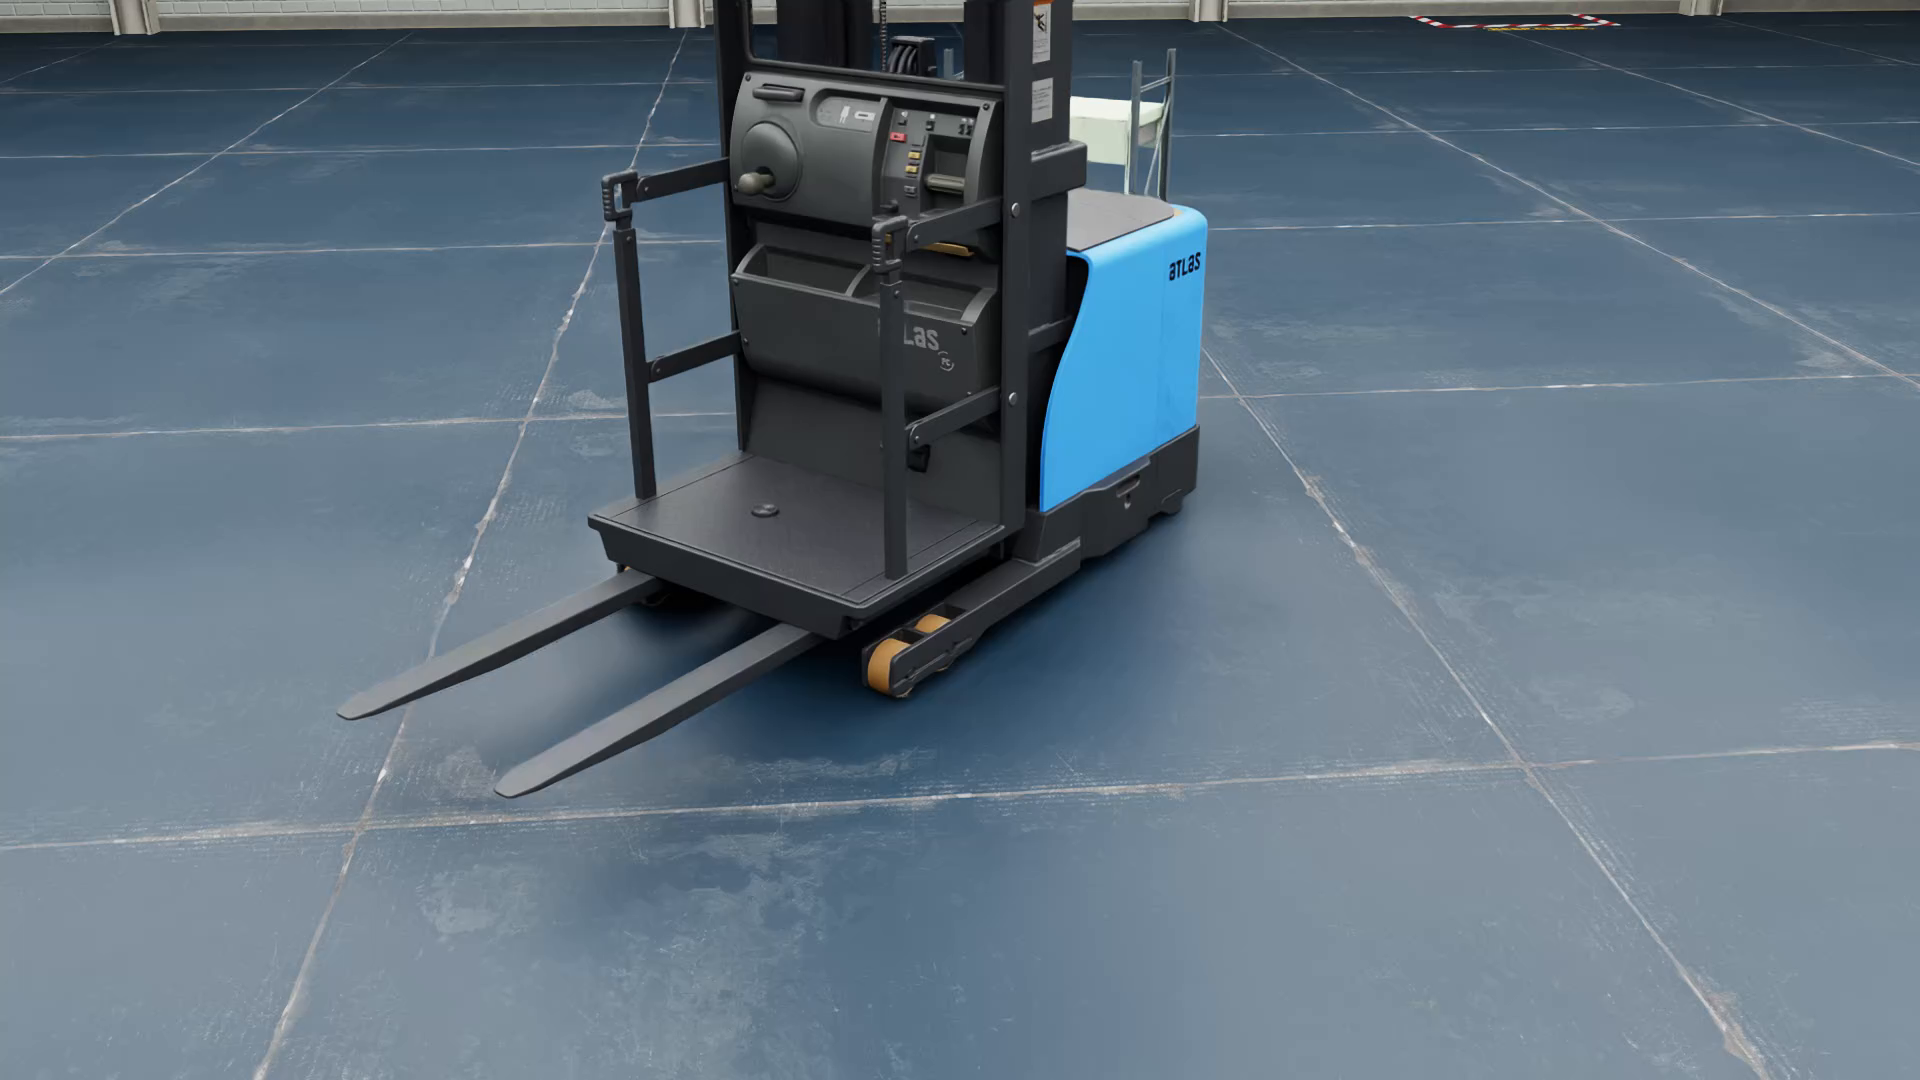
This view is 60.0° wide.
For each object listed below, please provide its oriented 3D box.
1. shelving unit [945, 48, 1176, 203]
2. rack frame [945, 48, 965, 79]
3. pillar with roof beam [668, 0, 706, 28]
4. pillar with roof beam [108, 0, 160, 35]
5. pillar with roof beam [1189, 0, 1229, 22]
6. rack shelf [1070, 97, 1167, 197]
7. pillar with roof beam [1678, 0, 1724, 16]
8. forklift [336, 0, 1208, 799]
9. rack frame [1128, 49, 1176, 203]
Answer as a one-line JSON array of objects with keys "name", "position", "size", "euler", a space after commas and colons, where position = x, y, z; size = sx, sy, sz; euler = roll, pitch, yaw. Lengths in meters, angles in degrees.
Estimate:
[{"name": "shelving unit", "position": [0.368, -1.117, 6.410], "size": [0.755, 1.500, 0.431], "euler": [11, 26, 23]}, {"name": "rack frame", "position": [0.038, -1.181, 6.556], "size": [0.023, 1.500, 0.400], "euler": [11, 26, 23]}, {"name": "pillar with roof beam", "position": [-2.659, -8.197, 13.112], "size": [0.400, 9.000, 9.100], "euler": [-2, 24, -5]}, {"name": "pillar with roof beam", "position": [-8.630, -7.957, 12.573], "size": [0.400, 9.000, 9.100], "euler": [-2, 24, -5]}, {"name": "pillar with roof beam", "position": [3.312, -8.436, 13.651], "size": [0.400, 9.000, 9.100], "euler": [-2, 24, -5]}, {"name": "rack shelf", "position": [0.369, -1.474, 6.255], "size": [0.720, 0.370, 0.431], "euler": [11, 26, 23]}, {"name": "pillar with roof beam", "position": [9.283, -8.676, 14.190], "size": [0.400, 9.000, 9.100], "euler": [-2, 24, -5]}, {"name": "forklift", "position": [-0.421, -1.114, 4.648], "size": [1.130, 2.935, 3.031], "euler": [17, 29, 33]}, {"name": "rack frame", "position": [0.697, -1.052, 6.265], "size": [0.023, 1.500, 0.400], "euler": [11, 26, 23]}]
